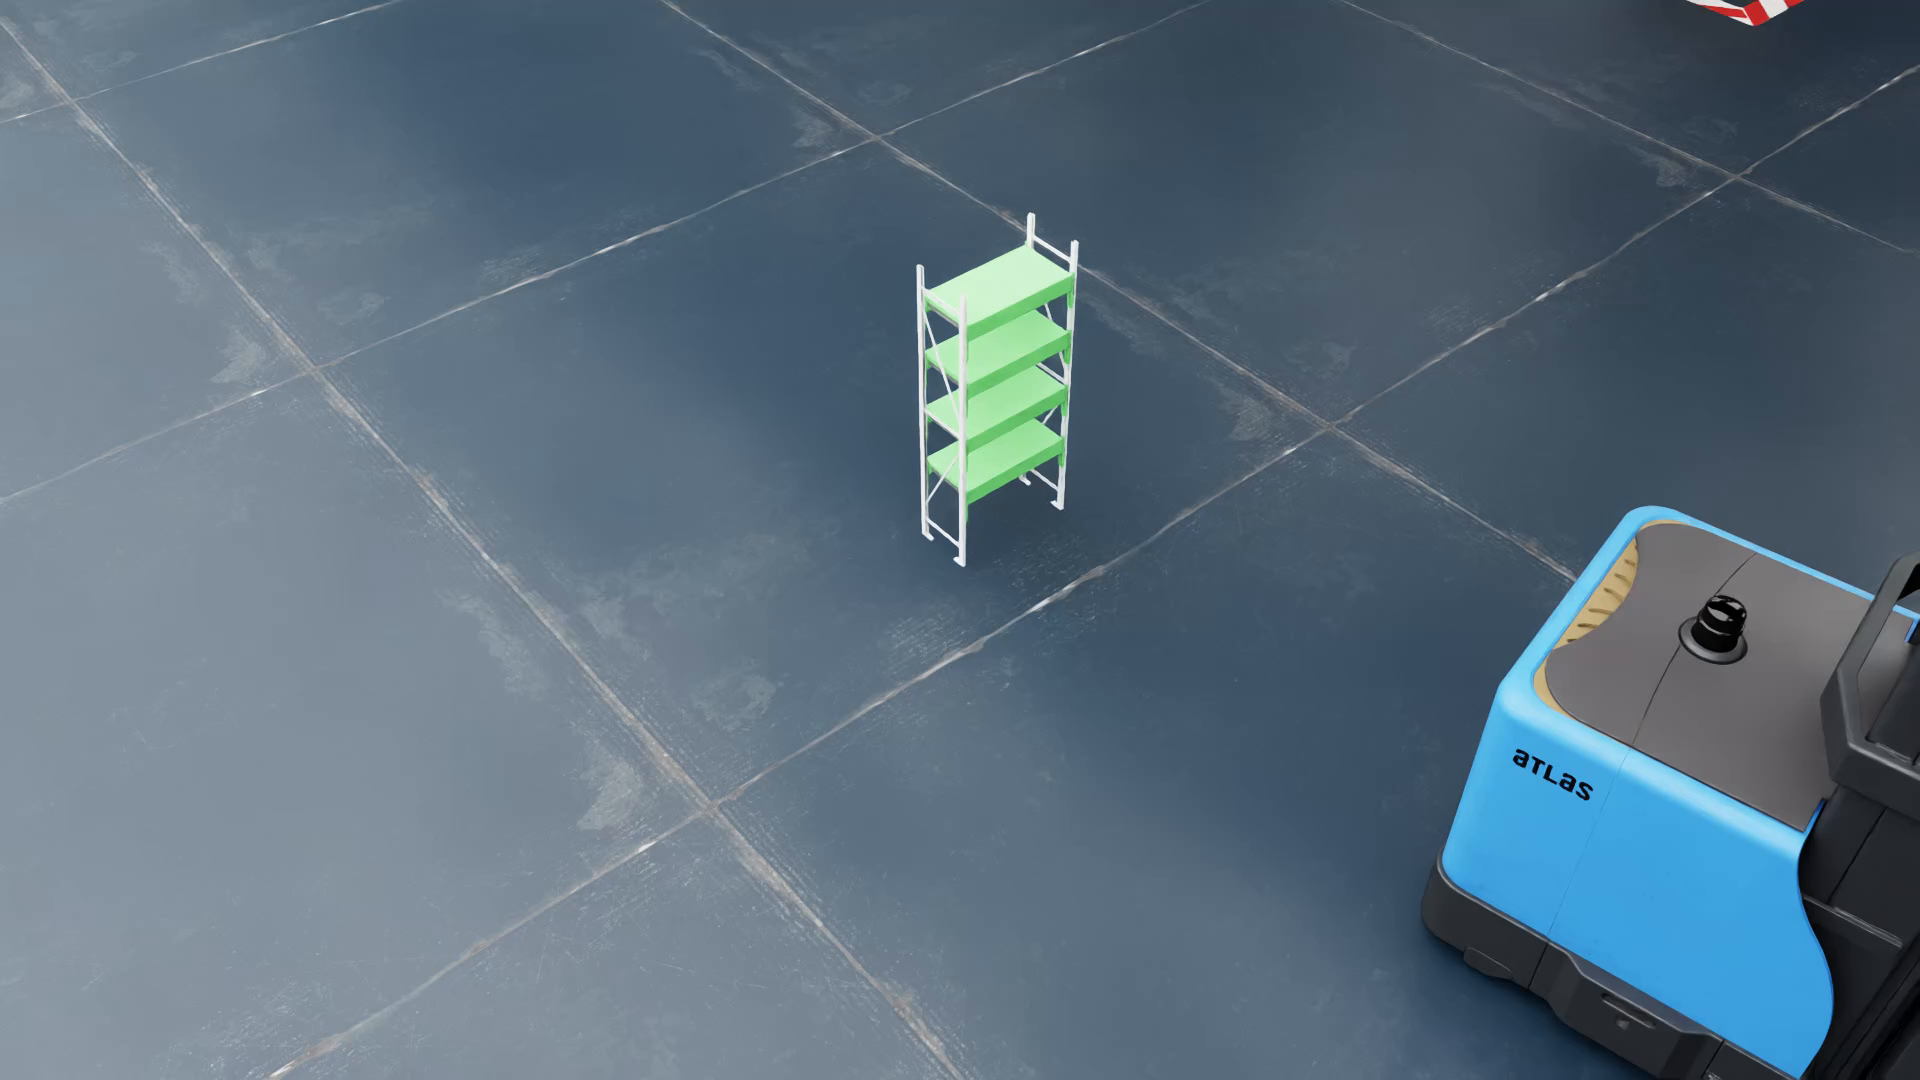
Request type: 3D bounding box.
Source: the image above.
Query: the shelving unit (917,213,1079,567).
[{"bbox_3d":[0.127,-0.510,5.917,0.503,1.200,0.258,-30,51,-28],"label":"shelving unit"}]

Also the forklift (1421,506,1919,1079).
[{"bbox_3d":[2.845,0.476,3.603,3.031,2.935,1.130,28,50,27],"label":"forklift"}]

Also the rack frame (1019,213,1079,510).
[{"bbox_3d":[0.314,-0.617,6.031,0.015,1.200,0.240,-30,51,-28],"label":"rack frame"}]

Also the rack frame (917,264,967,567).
[{"bbox_3d":[-0.060,-0.403,5.803,0.015,1.200,0.240,-30,51,-28],"label":"rack frame"}]

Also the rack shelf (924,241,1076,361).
[{"bbox_3d":[0.127,-0.813,5.632,0.480,0.148,0.258,-30,51,-28],"label":"rack shelf"}]

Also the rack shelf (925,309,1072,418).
[{"bbox_3d":[0.127,-0.638,5.796,0.480,0.148,0.258,-30,51,-28],"label":"rack shelf"}]

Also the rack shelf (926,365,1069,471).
[{"bbox_3d":[0.127,-0.463,5.960,0.480,0.148,0.258,-30,51,-28],"label":"rack shelf"}]

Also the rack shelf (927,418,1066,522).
[{"bbox_3d":[0.127,-0.289,6.125,0.480,0.148,0.258,-30,51,-28],"label":"rack shelf"}]
